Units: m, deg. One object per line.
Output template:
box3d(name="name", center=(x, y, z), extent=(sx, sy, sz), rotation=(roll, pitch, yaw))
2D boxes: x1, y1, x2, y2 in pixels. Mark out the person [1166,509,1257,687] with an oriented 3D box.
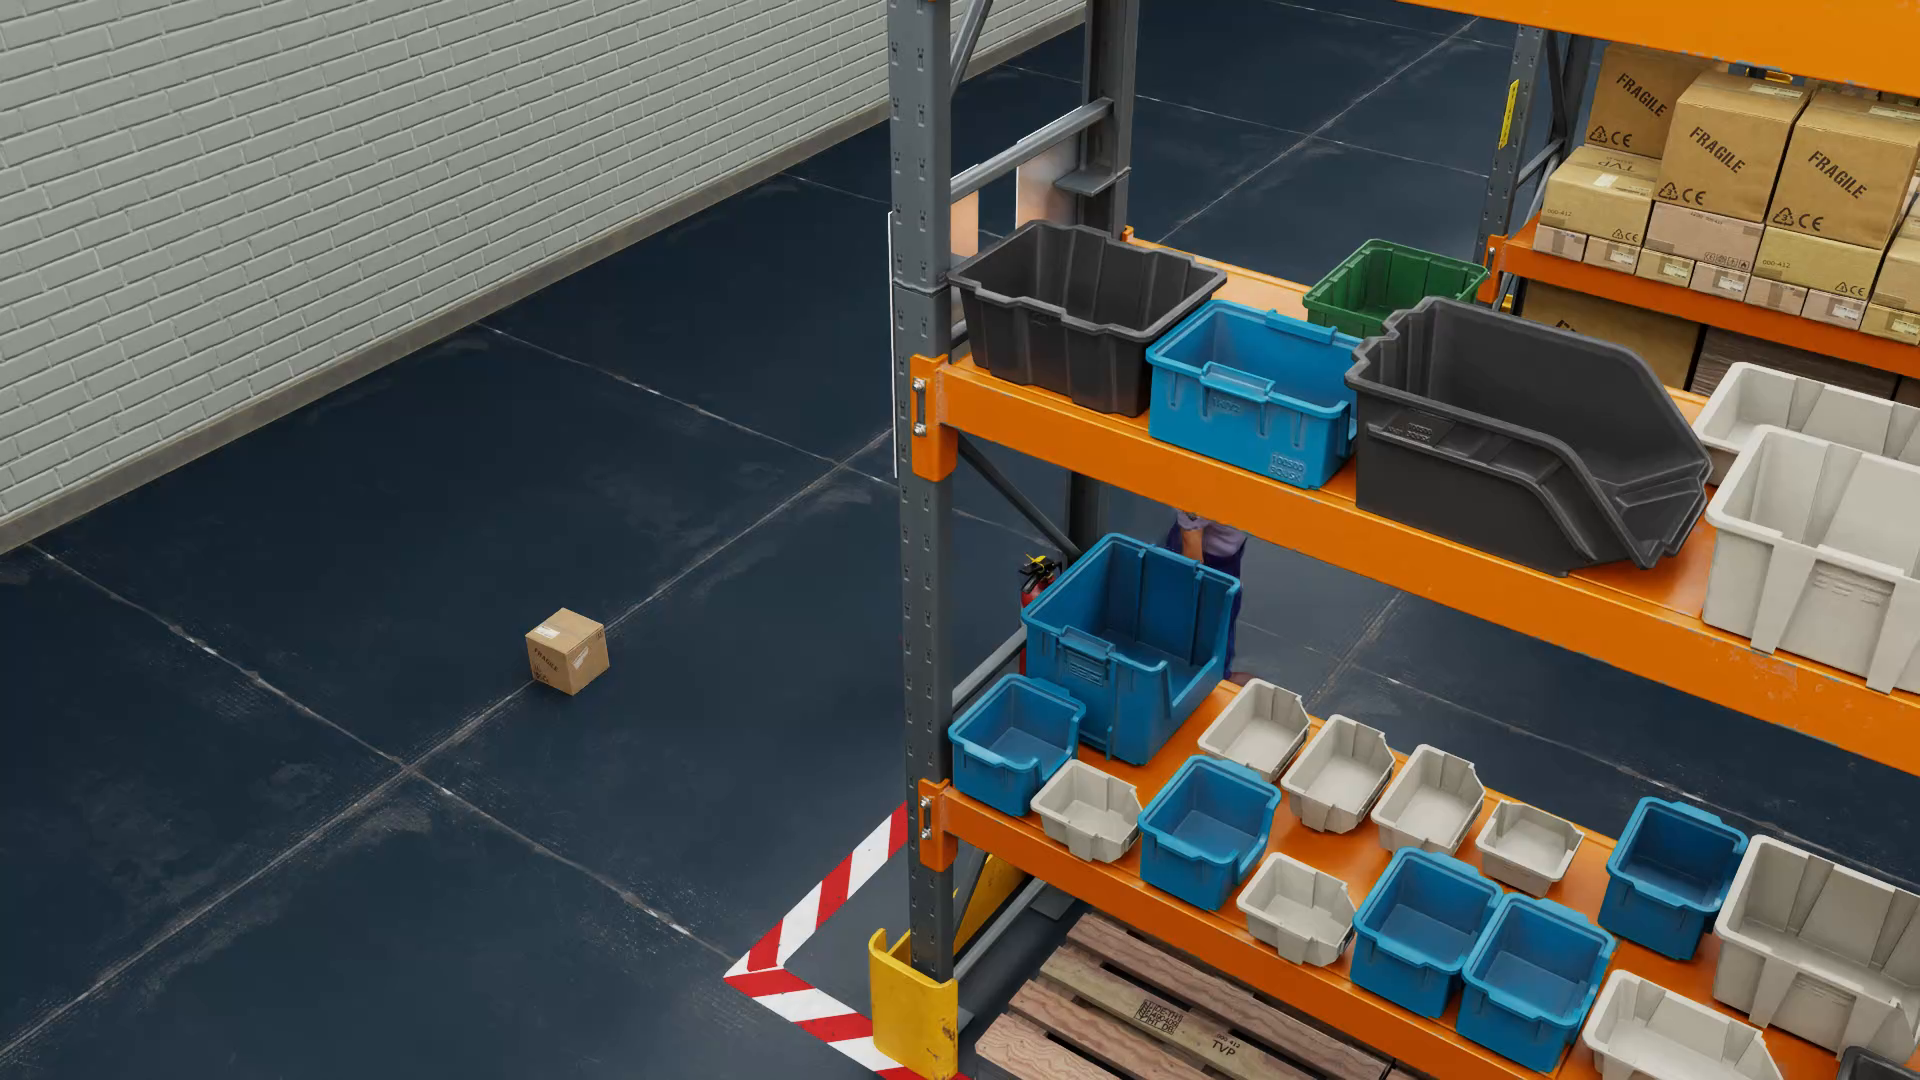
box3d(name="person", center=(1.016, 0.083, 6.999), extent=(0.605, 1.629, 0.527), rotation=(8, 36, 11))
